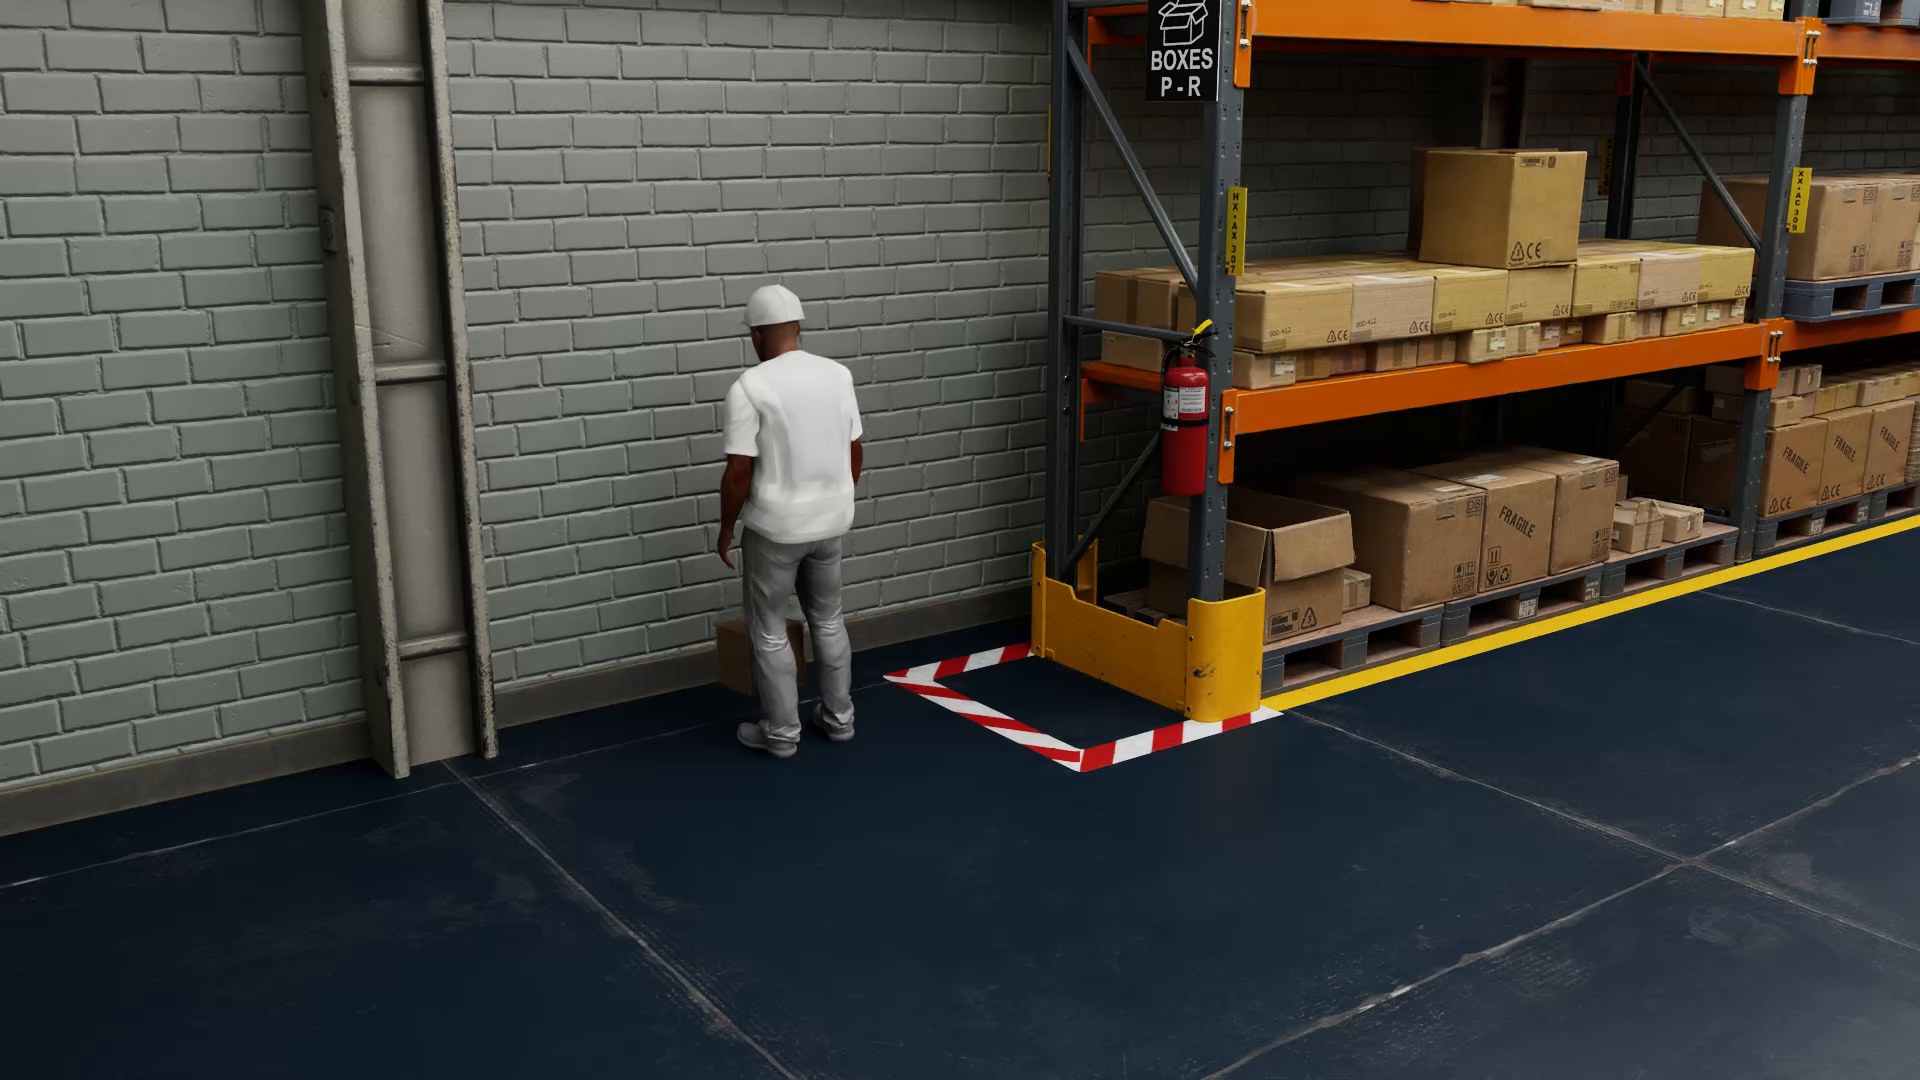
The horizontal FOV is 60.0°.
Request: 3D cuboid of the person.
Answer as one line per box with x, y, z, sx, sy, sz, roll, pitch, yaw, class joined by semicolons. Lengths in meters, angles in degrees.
-0.633;-0.067;6.227;0.601;1.763;0.443;-11;18;-36;person
